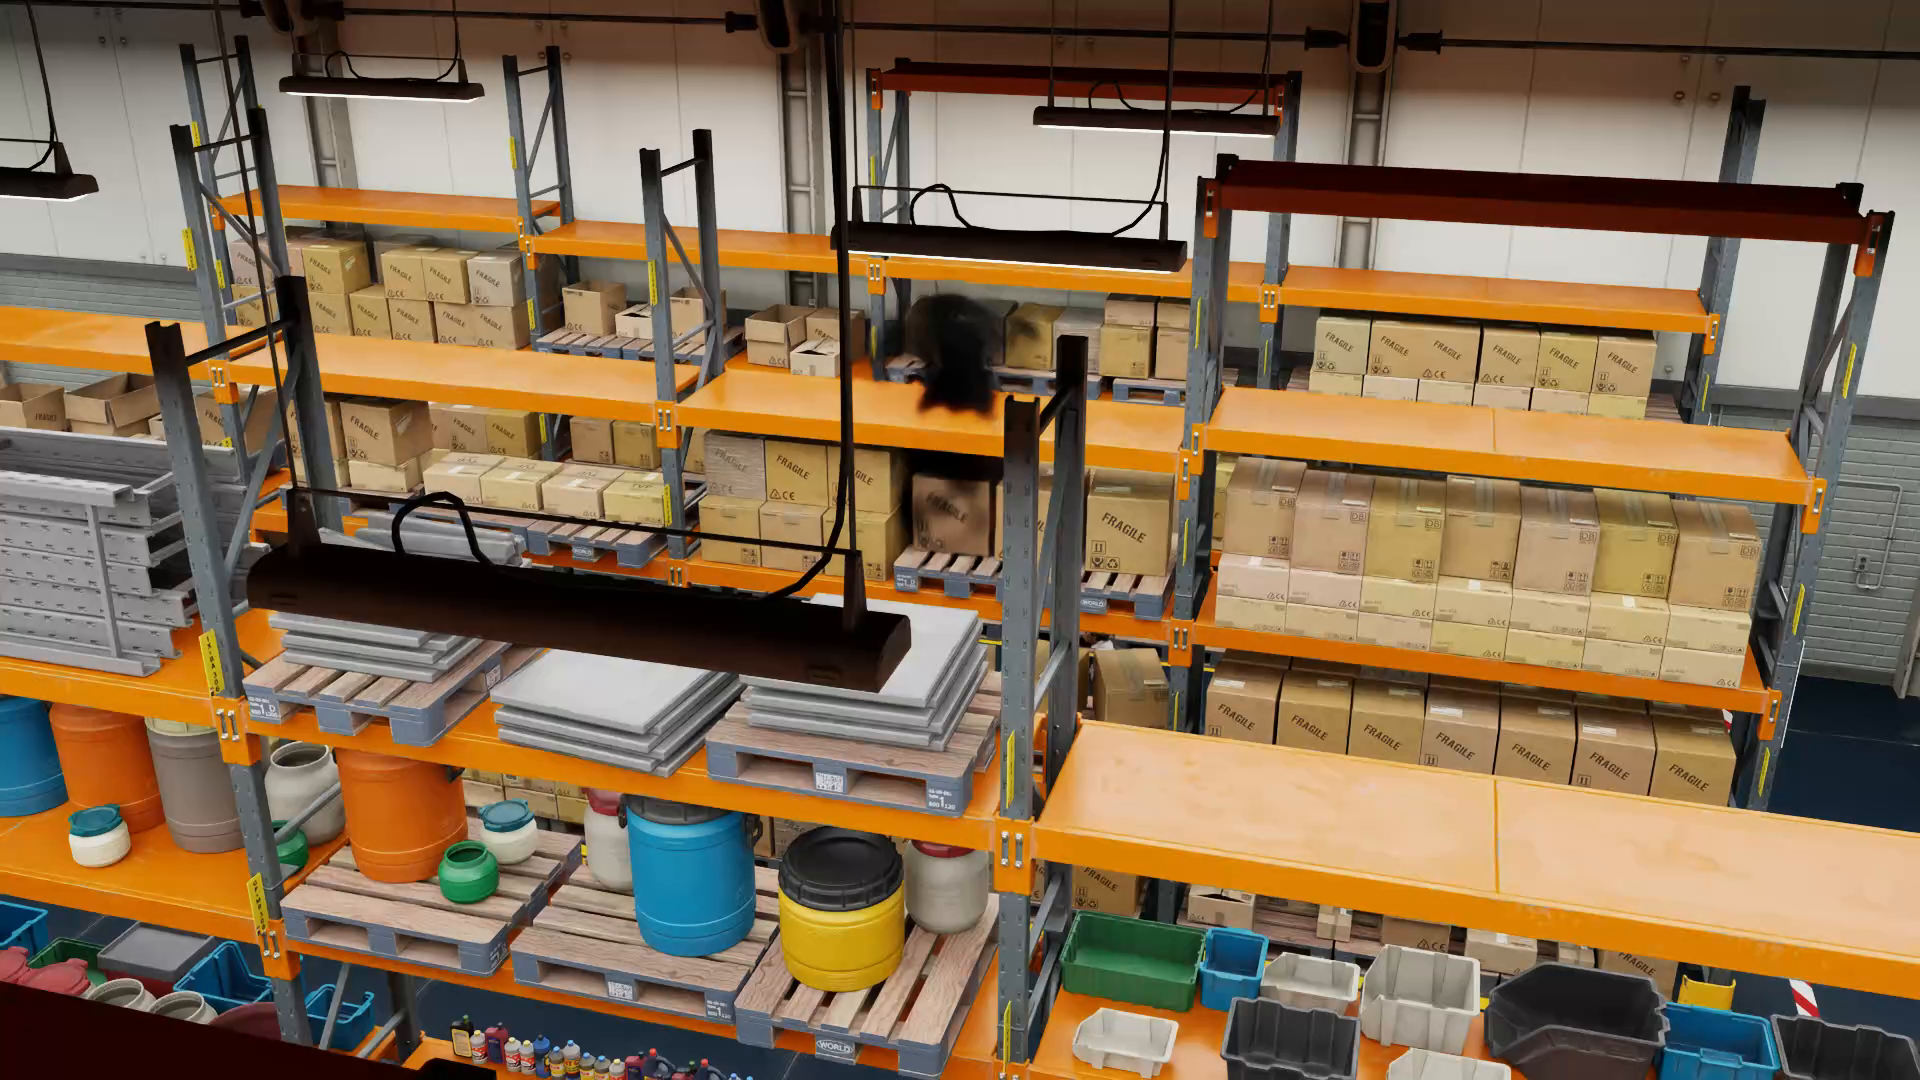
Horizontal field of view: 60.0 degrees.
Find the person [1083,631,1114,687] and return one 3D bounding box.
[{"bbox_3d":[1.340,1.438,15.259,0.794,1.580,0.608,2,23,5],"label":"person"}]
